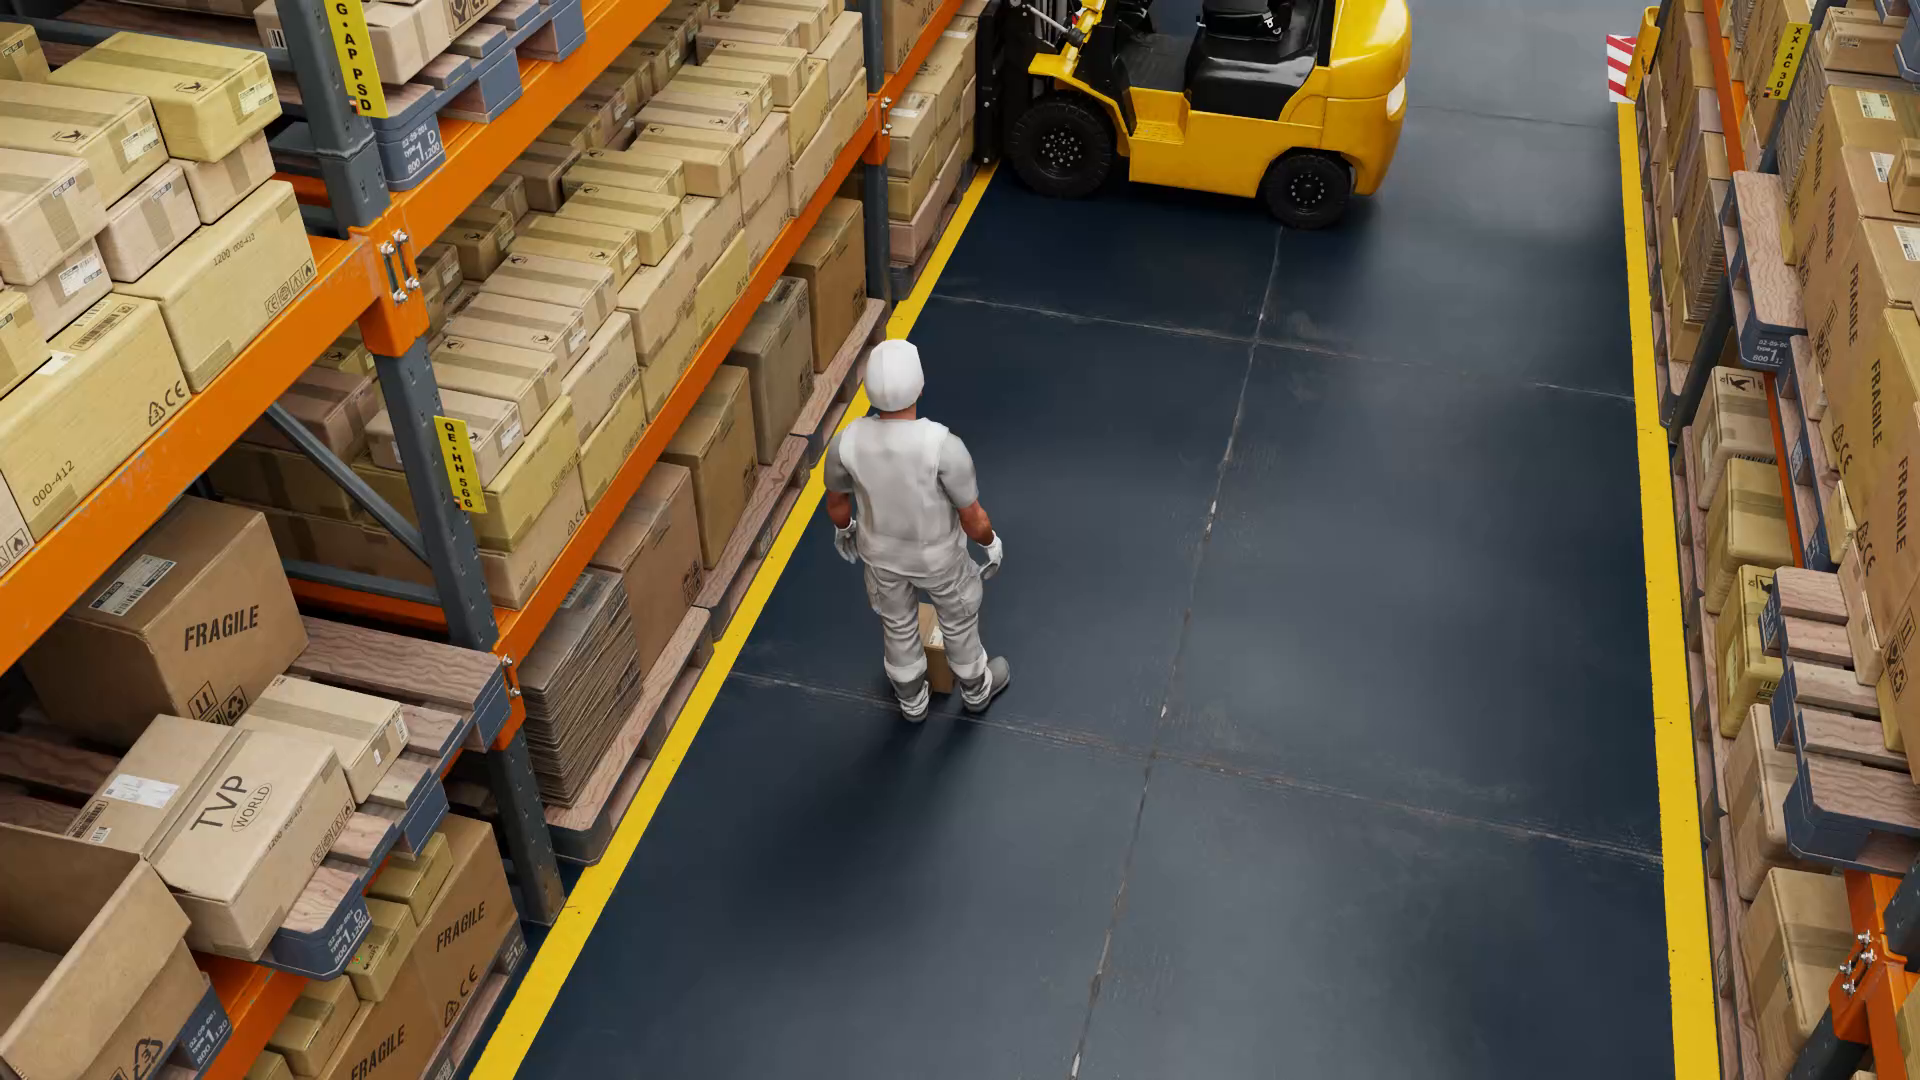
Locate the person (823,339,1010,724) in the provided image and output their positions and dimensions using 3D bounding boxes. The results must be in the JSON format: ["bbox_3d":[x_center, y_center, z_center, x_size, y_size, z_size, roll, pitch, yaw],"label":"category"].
[{"bbox_3d":[-0.144,-0.024,6.153,0.637,1.787,0.565,10,42,11],"label":"person"}]
